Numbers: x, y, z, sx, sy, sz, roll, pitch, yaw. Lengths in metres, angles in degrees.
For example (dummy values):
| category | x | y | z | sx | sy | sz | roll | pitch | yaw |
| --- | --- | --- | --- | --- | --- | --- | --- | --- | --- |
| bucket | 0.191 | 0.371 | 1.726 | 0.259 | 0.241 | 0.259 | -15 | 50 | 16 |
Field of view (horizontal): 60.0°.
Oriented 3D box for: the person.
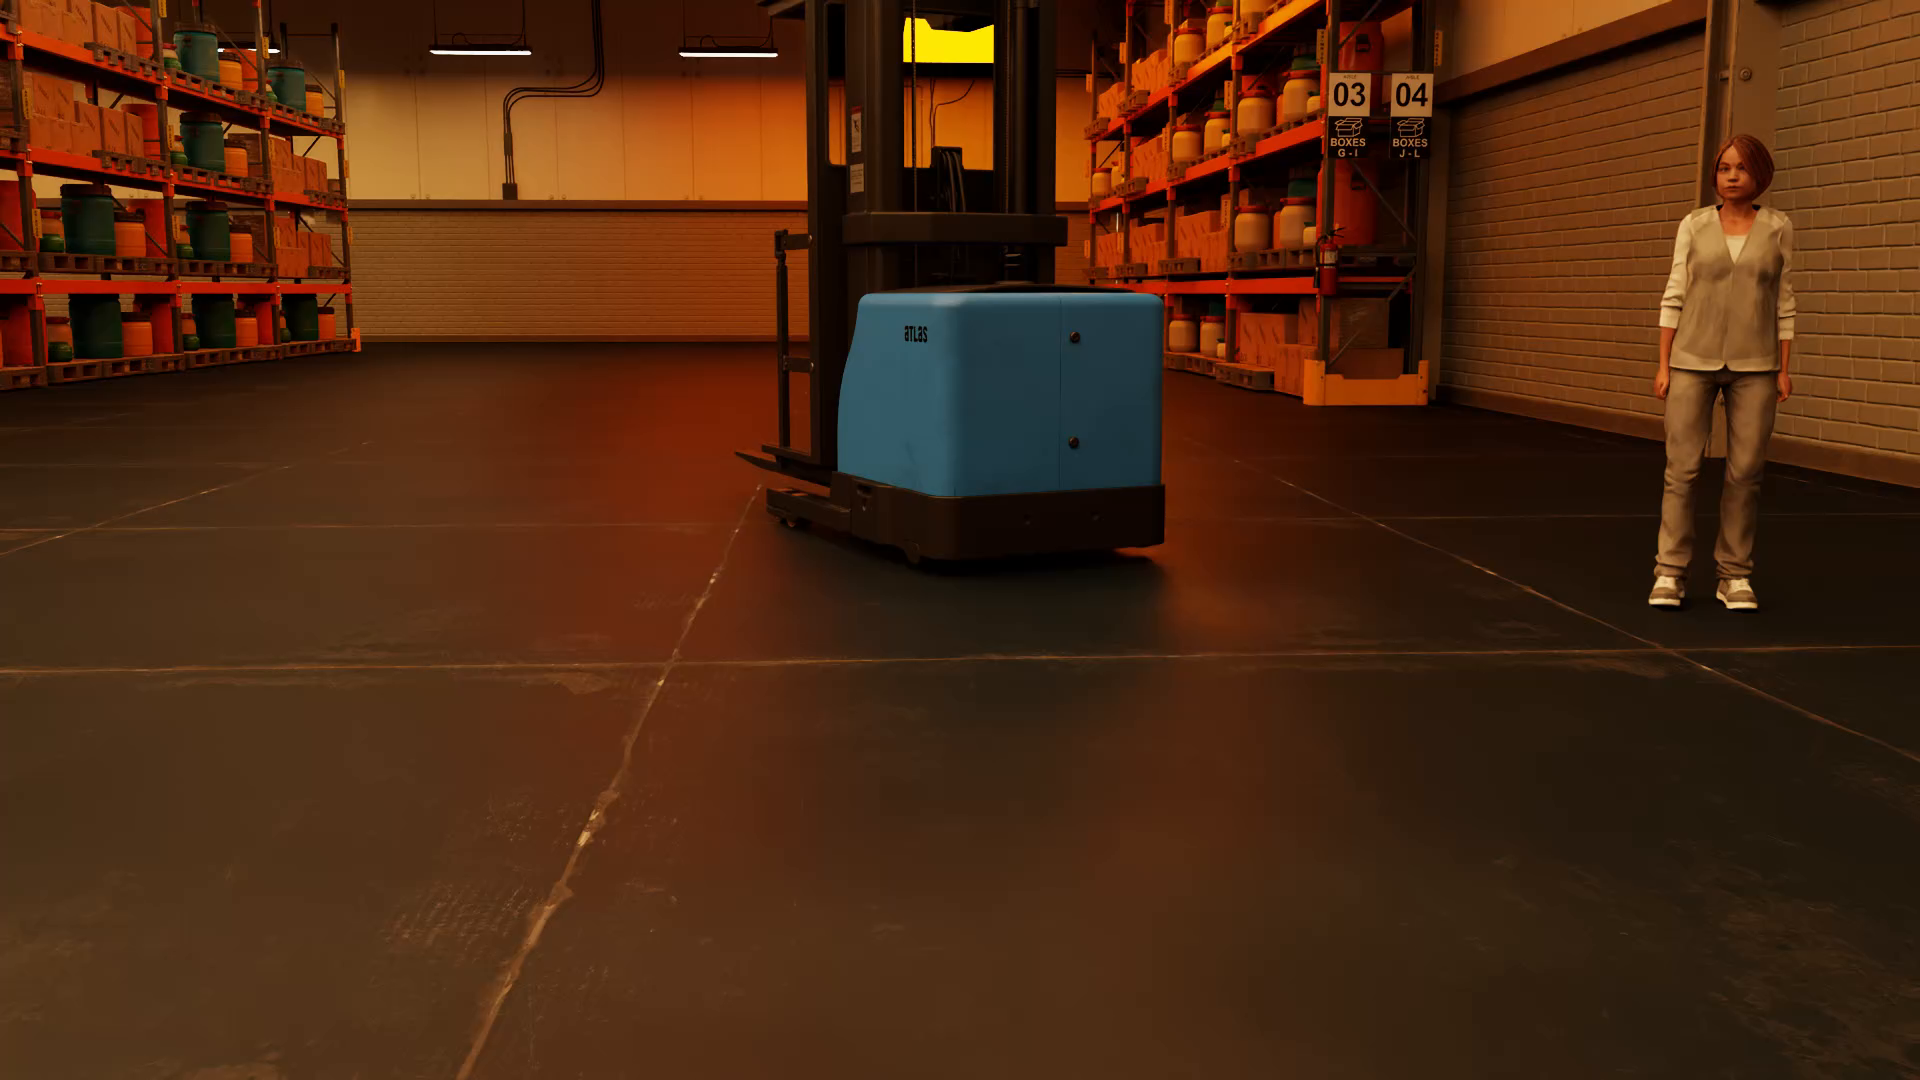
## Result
| category | x | y | z | sx | sy | sz | roll | pitch | yaw |
| --- | --- | --- | --- | --- | --- | --- | --- | --- | --- |
| person | 2.601 | -0.565 | 5.671 | 0.437 | 1.603 | 0.325 | 3 | 9 | 21 |

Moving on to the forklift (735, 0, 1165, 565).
| category | x | y | z | sx | sy | sz | roll | pitch | yaw |
| --- | --- | --- | --- | --- | --- | --- | --- | --- | --- |
| forklift | -0.264 | -1.530 | 7.637 | 1.130 | 2.935 | 3.031 | -4 | 9 | -25 |
